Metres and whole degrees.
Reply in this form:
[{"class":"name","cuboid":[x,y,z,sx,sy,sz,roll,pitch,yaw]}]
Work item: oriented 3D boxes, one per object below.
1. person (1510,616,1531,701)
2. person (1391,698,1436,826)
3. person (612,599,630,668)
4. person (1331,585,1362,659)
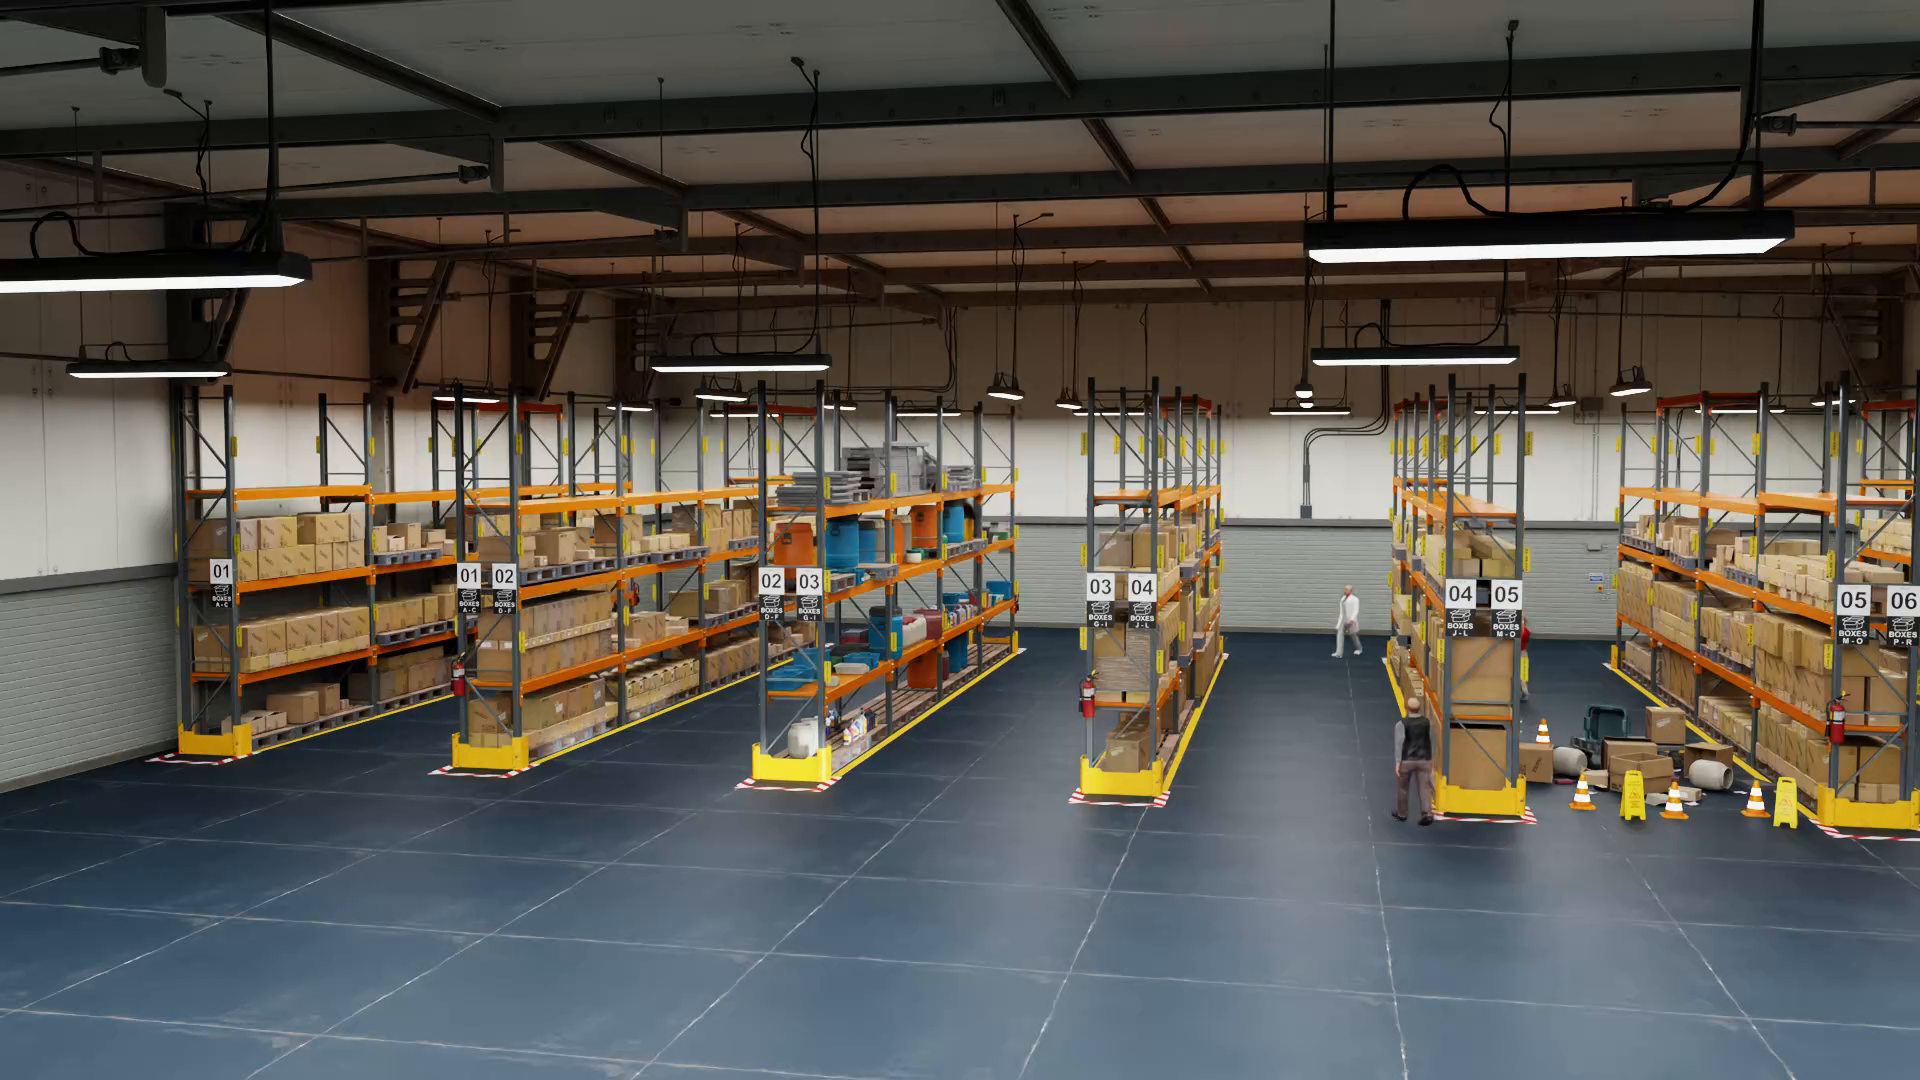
[{"class":"person","cuboid":[10.922,2.351,32.767,0.592,1.739,0.558,-2,4,-30]},{"class":"person","cuboid":[6.013,2.932,21.942,0.554,1.687,1.010,0,3,3]},{"class":"person","cuboid":[-7.408,2.151,36.670,0.507,1.706,0.501,3,4,43]},{"class":"person","cuboid":[9.208,1.937,39.474,0.605,1.734,1.158,2,4,37]}]
